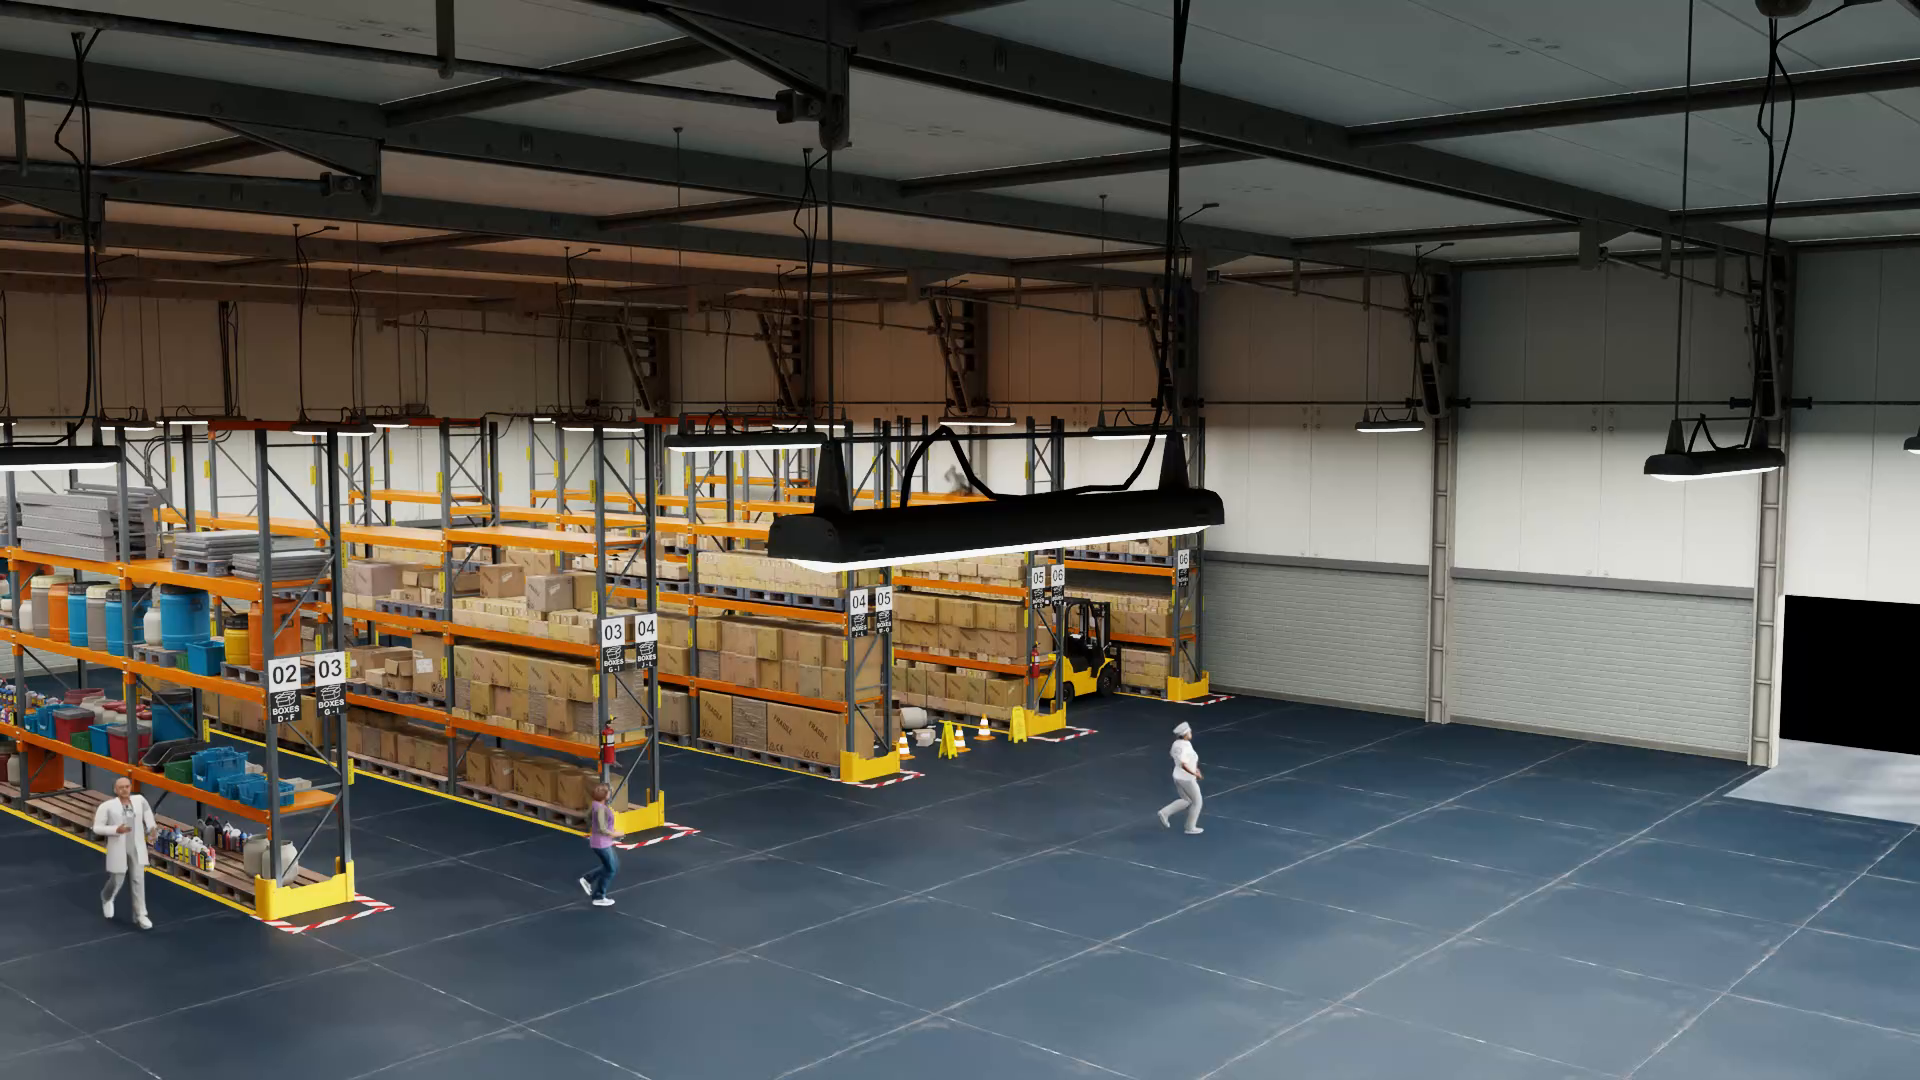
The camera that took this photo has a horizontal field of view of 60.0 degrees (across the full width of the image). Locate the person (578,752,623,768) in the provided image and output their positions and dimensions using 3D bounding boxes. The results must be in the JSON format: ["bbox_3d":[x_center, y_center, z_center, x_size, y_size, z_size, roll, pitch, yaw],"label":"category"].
[{"bbox_3d":[-6.279,3.104,28.838,0.930,1.666,0.613,3,5,28],"label":"person"}]

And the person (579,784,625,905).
[{"bbox_3d":[-4.490,3.823,20.859,0.567,1.556,0.559,-1,5,-17],"label":"person"}]

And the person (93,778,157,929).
[{"bbox_3d":[-10.077,3.748,20.143,0.743,1.743,1.117,-4,6,-41],"label":"person"}]

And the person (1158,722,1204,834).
[{"bbox_3d":[3.252,3.483,24.306,0.622,1.654,0.579,-1,5,-15],"label":"person"}]
